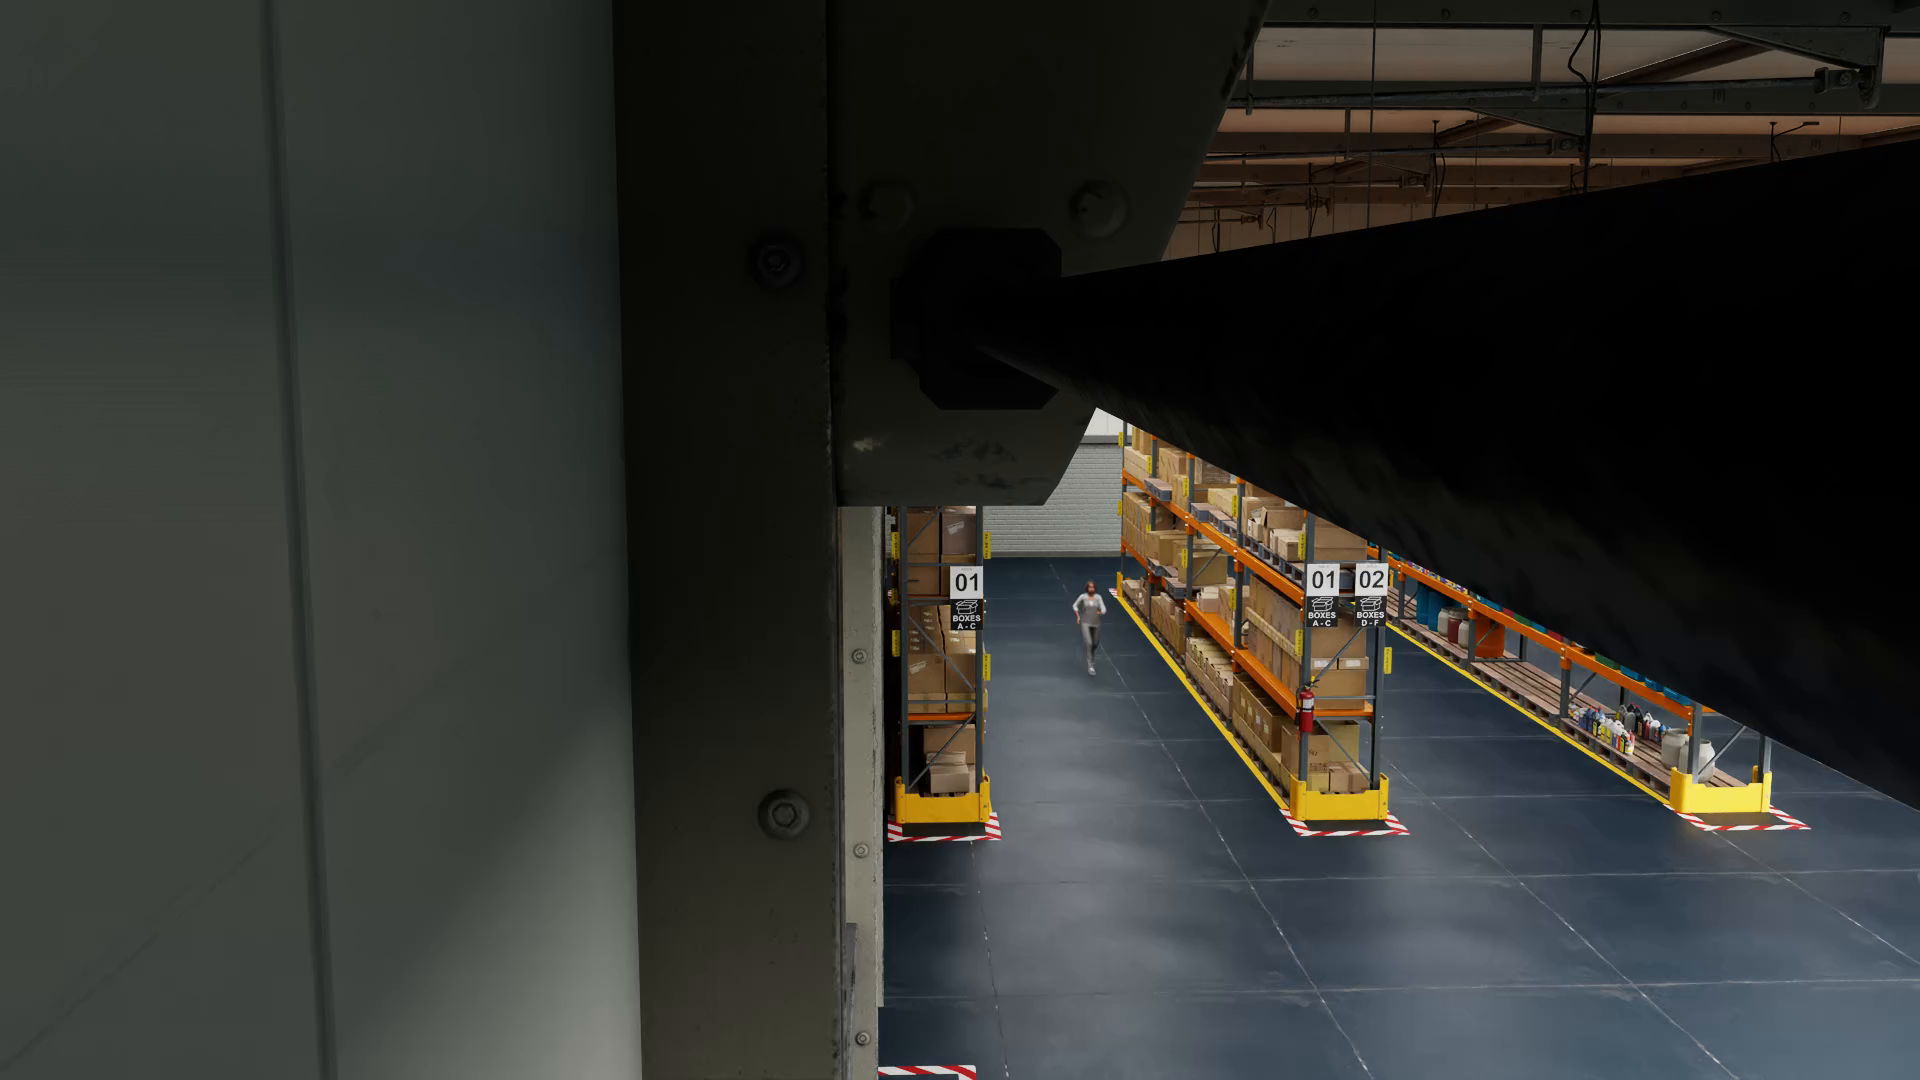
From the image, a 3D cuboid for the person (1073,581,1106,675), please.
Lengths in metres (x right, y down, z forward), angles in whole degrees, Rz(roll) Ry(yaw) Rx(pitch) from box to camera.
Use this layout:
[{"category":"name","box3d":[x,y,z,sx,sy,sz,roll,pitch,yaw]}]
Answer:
[{"category":"person","box3d":[2.255,1.533,28.843,0.542,1.483,0.886,-1,8,-9]}]
